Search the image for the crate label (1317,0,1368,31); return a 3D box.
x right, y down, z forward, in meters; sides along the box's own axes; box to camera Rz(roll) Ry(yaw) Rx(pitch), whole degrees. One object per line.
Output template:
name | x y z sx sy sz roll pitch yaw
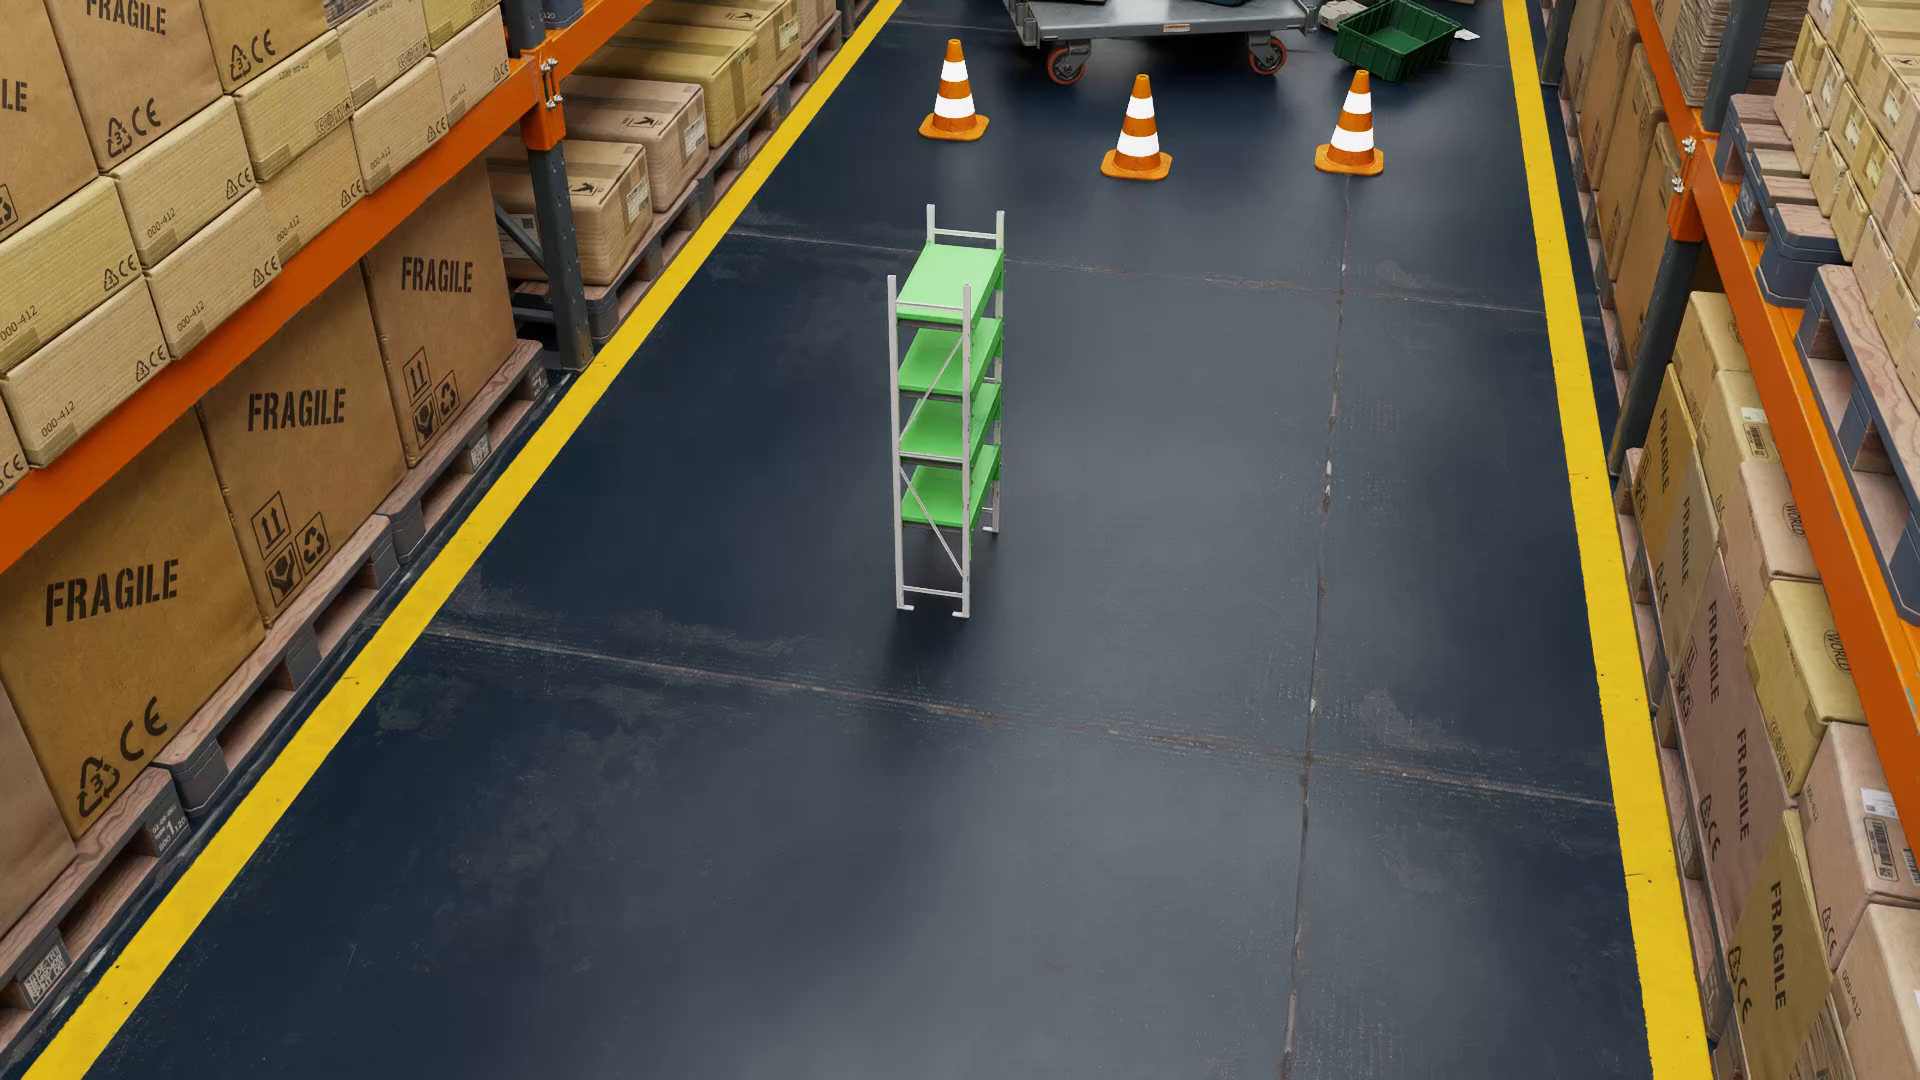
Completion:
crate label | 2.302 -3.132 9.955 0.298 0.136 0.250 -17 39 -22

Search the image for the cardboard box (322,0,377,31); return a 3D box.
cardboard box | -1.944 -1.797 4.736 0.500 0.500 0.500 8 37 11

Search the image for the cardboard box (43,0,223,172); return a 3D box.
cardboard box | -2.172 -1.224 3.946 0.500 0.500 0.500 7 36 9

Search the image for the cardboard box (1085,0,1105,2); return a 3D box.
cardboard box | 0.612 -3.358 9.312 0.500 0.500 0.500 7 37 10

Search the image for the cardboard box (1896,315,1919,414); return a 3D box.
cardboard box | 2.239 -0.341 3.521 0.380 0.149 0.250 6 36 8

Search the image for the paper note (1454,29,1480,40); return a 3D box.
paper note | 2.983 -3.004 9.868 0.147 0.020 0.142 -17 39 -22

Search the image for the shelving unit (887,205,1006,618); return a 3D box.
shelving unit | -0.035 -0.391 5.267 0.258 1.200 0.503 7 37 10

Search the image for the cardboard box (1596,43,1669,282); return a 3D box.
cardboard box | 3.271 -1.512 6.840 1.050 0.750 0.750 8 37 11

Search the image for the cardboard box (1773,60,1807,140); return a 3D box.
cardboard box | 2.577 -1.251 4.776 0.380 0.149 0.250 7 36 9

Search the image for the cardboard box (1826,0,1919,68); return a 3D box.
cardboard box | 2.527 -1.328 4.375 0.380 0.149 0.250 6 36 9

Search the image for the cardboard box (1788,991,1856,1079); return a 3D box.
cardboard box | 1.927 1.266 3.220 0.500 0.500 0.500 7 36 9

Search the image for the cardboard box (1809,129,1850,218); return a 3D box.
cardboard box | 2.462 -0.942 4.350 0.380 0.149 0.250 9 37 12

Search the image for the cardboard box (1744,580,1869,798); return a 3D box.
cardboard box | 2.149 0.362 3.828 0.500 0.250 0.500 6 36 8

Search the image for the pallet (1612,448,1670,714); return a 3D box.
pallet | 2.701 0.163 5.345 1.003 0.211 1.213 7 37 10

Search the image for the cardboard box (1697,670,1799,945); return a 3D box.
cardboard box | 2.151 0.678 4.030 0.500 0.500 0.500 7 36 9

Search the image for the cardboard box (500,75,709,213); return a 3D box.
cardboard box | -1.707 -1.829 7.599 0.950 0.372 0.625 7 36 9

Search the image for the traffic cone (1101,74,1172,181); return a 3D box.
traffic cone | 0.885 -2.064 8.204 0.336 0.463 0.334 7 37 10

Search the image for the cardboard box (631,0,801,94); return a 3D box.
cardboard box | -1.393 -2.662 8.748 0.950 0.372 0.625 10 37 13

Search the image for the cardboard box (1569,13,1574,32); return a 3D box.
cardboard box | 3.927 -3.368 9.294 0.875 0.875 0.875 8 37 11

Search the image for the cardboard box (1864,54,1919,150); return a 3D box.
cardboard box | 2.413 -1.036 3.973 0.380 0.149 0.250 6 36 8

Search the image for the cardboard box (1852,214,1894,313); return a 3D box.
cardboard box | 2.352 -0.634 3.925 0.380 0.149 0.250 8 37 11

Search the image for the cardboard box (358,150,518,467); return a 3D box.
cardboard box | -2.216 -0.900 5.889 0.875 0.875 0.875 7 37 10

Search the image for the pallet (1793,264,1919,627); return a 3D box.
pallet | 2.487 -0.196 3.628 1.003 0.211 1.213 7 37 10

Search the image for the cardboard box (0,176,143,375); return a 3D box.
cardboard box | -2.255 -0.630 3.765 0.500 0.250 0.500 8 37 11

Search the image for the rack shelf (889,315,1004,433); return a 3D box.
rack shelf | -0.035 -0.534 5.164 0.258 0.148 0.480 7 37 10

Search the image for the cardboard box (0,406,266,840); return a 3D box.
cardboard box | -2.602 0.123 4.477 0.875 0.875 0.875 8 37 11

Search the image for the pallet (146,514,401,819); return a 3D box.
pallet | -2.492 0.293 5.166 1.003 0.211 1.213 7 37 10

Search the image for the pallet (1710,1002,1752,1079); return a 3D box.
pallet | 2.180 1.562 3.415 1.003 0.211 1.213 7 37 10

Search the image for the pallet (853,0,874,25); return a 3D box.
pallet | -1.024 -3.530 10.440 1.003 0.211 1.213 7 37 10

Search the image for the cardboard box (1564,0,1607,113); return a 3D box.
cardboard box | 3.679 -2.599 8.339 1.050 0.750 0.750 7 37 10

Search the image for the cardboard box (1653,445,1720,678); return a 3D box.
cardboard box | 2.365 0.091 4.841 0.500 0.500 0.500 8 37 11

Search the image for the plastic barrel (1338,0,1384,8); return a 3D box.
plastic barrel | 2.468 -3.506 10.227 0.421 0.421 0.512 -24 42 -30

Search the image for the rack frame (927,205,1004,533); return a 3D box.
rack frame | 0.017 -0.531 5.460 0.240 1.200 0.015 7 37 10

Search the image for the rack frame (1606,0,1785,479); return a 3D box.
rack frame | 2.870 -1.414 5.144 1.000 3.000 0.127 7 37 10

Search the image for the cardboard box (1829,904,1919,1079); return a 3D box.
cardboard box | 1.927 0.959 3.003 0.500 0.250 0.500 6 36 9

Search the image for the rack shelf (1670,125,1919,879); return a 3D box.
rack shelf | 2.443 0.024 3.773 1.077 0.370 4.000 7 37 10

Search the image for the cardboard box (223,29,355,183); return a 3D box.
cardboard box | -2.038 -1.218 4.576 0.500 0.250 0.500 6 36 9

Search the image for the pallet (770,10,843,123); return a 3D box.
pallet | -1.298 -2.694 9.287 1.003 0.211 1.213 7 37 10

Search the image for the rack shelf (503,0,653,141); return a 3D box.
rack shelf | -1.560 -2.831 7.714 1.077 0.370 4.000 7 37 10

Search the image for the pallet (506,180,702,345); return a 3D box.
pallet | -1.819 -1.295 7.357 1.003 0.211 1.213 7 37 10

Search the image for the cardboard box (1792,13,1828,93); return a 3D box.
cardboard box | 2.570 -1.351 4.660 0.380 0.149 0.250 9 37 12

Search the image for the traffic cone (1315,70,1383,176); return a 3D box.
traffic cone | 1.963 -2.100 8.253 0.336 0.463 0.334 7 37 10

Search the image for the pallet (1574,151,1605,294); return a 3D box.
pallet | 3.375 -1.424 7.535 1.003 0.211 1.213 7 37 10

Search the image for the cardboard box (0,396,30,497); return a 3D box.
cardboard box | -2.381 -0.138 3.512 0.500 0.250 0.500 6 36 9

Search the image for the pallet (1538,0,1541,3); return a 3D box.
pallet | 4.221 -3.705 10.683 1.003 0.211 1.213 7 37 10

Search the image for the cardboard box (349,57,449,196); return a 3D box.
cardboard box | -1.936 -1.298 5.113 0.500 0.250 0.500 8 37 11

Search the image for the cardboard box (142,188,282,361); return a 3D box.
cardboard box | -2.140 -0.715 4.309 0.500 0.250 0.500 7 36 9

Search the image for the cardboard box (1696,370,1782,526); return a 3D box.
cardboard box | 2.378 -0.219 4.630 0.500 0.250 0.500 7 37 9

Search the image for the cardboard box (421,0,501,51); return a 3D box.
cardboard box | -1.843 -1.808 5.391 0.500 0.250 0.500 7 37 10

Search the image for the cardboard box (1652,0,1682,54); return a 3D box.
cardboard box | 2.812 -2.032 5.912 0.500 0.500 0.500 7 37 10

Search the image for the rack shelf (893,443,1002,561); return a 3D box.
rack shelf | -0.035 -0.145 5.445 0.258 0.148 0.480 7 37 10

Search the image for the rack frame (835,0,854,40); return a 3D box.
rack frame | -1.133 -4.269 9.085 1.000 3.000 0.127 7 37 10

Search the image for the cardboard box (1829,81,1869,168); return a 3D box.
cardboard box | 2.461 -1.041 4.233 0.380 0.149 0.250 6 36 9

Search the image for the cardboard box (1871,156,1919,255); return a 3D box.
cardboard box | 2.353 -0.754 3.837 0.380 0.149 0.250 7 37 10
